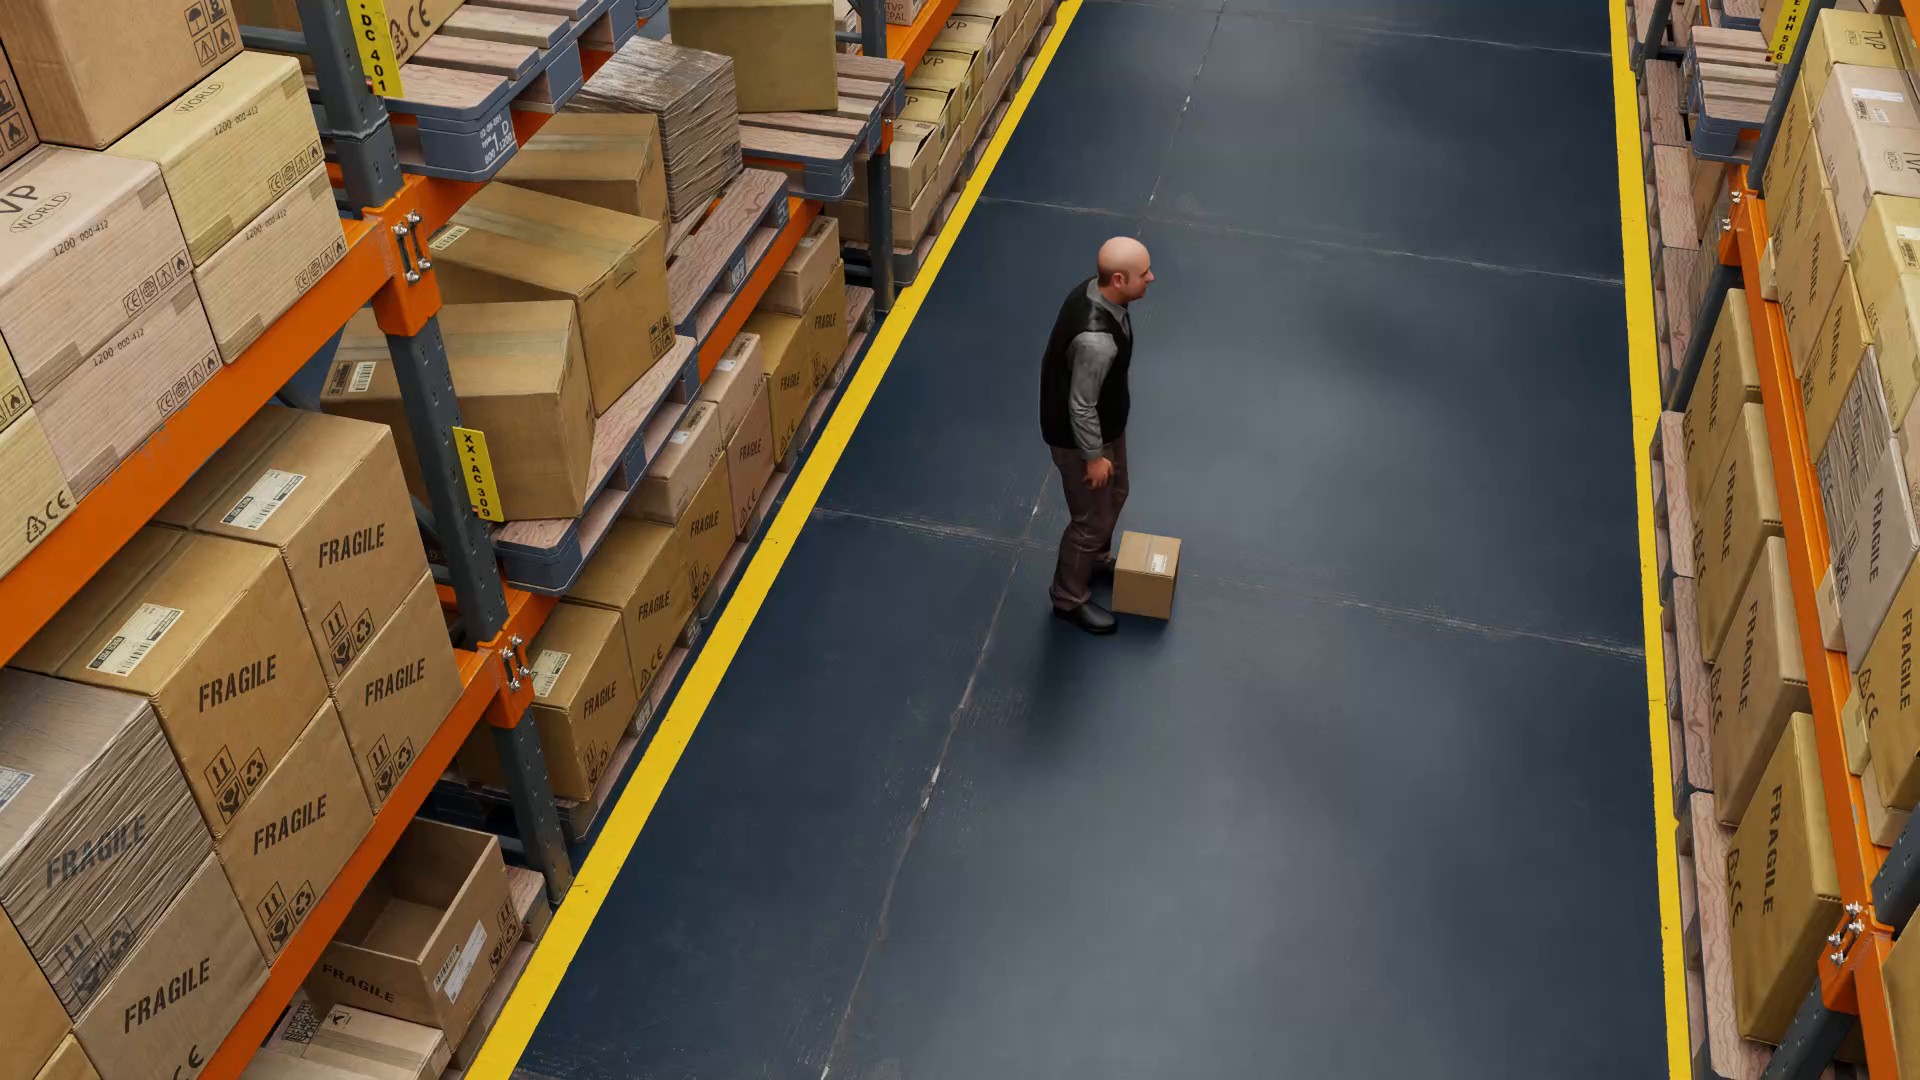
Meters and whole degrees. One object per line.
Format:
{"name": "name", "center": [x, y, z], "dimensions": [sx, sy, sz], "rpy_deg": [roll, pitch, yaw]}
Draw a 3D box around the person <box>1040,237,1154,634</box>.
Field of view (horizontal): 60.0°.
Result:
{"name": "person", "center": [0.553, -0.412, 6.731], "dimensions": [0.470, 1.621, 0.594], "rpy_deg": [8, 41, 9]}
